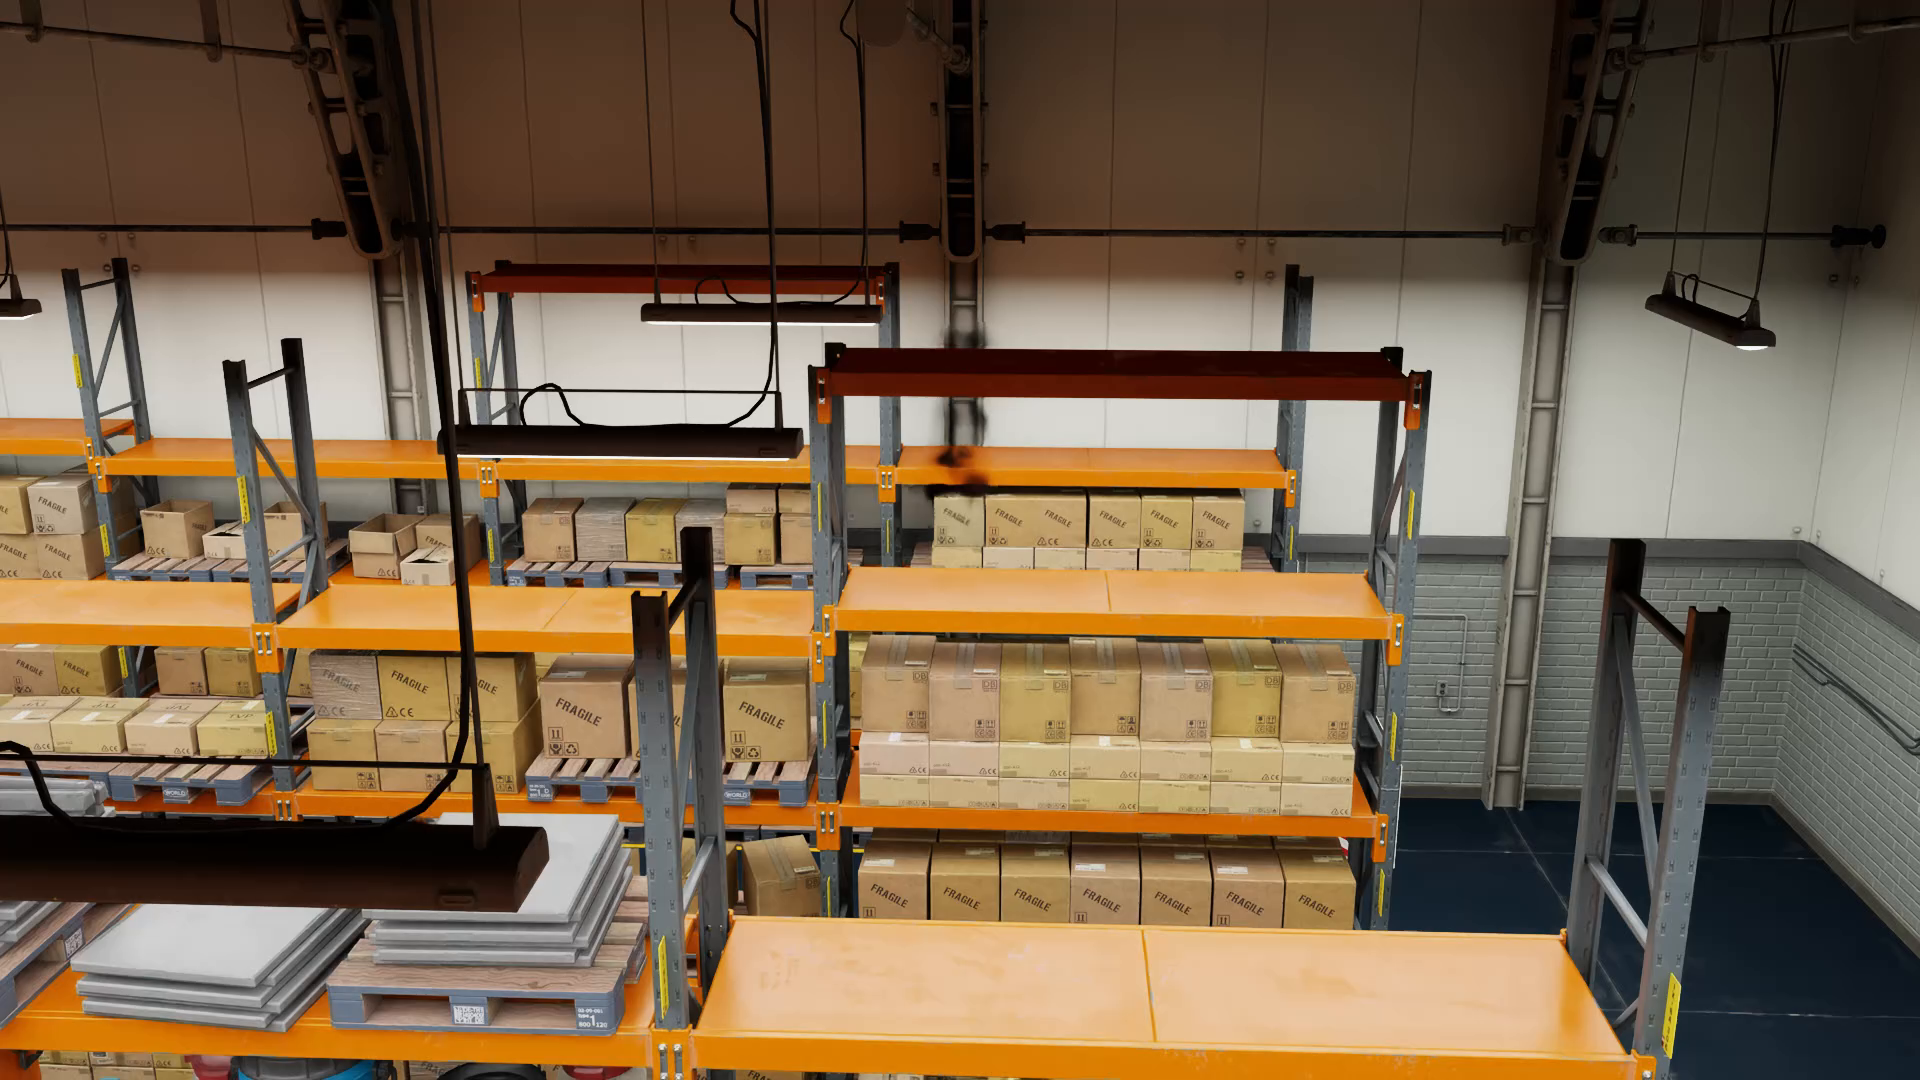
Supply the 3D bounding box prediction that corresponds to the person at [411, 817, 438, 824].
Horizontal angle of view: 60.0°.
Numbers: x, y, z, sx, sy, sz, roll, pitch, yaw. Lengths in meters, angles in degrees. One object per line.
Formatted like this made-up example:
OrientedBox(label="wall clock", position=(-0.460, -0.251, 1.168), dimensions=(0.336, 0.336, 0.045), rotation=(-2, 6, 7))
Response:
OrientedBox(label="person", position=(-4.633, 2.882, 15.588), dimensions=(0.918, 1.715, 0.684), rotation=(-1, 16, -3))
